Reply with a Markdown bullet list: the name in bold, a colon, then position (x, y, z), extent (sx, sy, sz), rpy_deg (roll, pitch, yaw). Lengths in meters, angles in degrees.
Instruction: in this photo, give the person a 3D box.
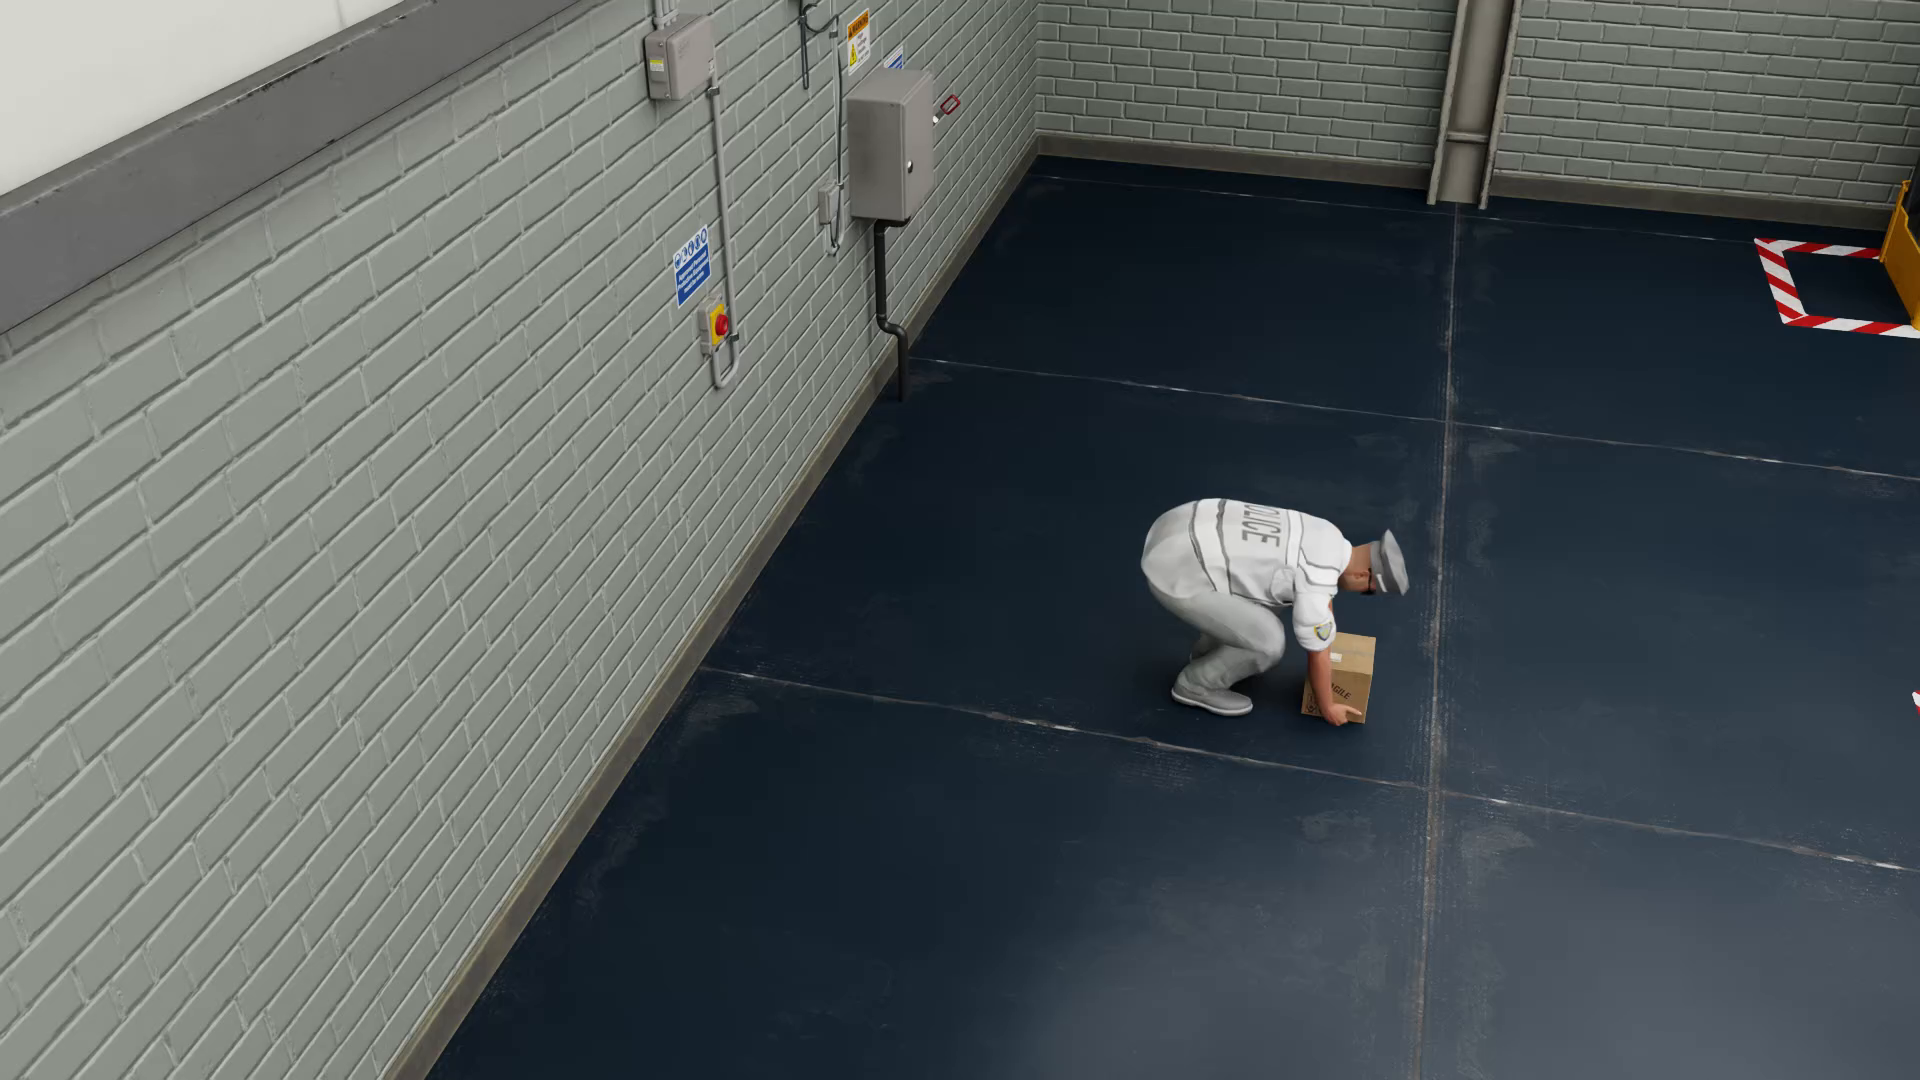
- **person**: position (1.226, 0.271, 6.581), extent (1.031, 0.852, 0.525), rpy_deg (7, 33, 11)
